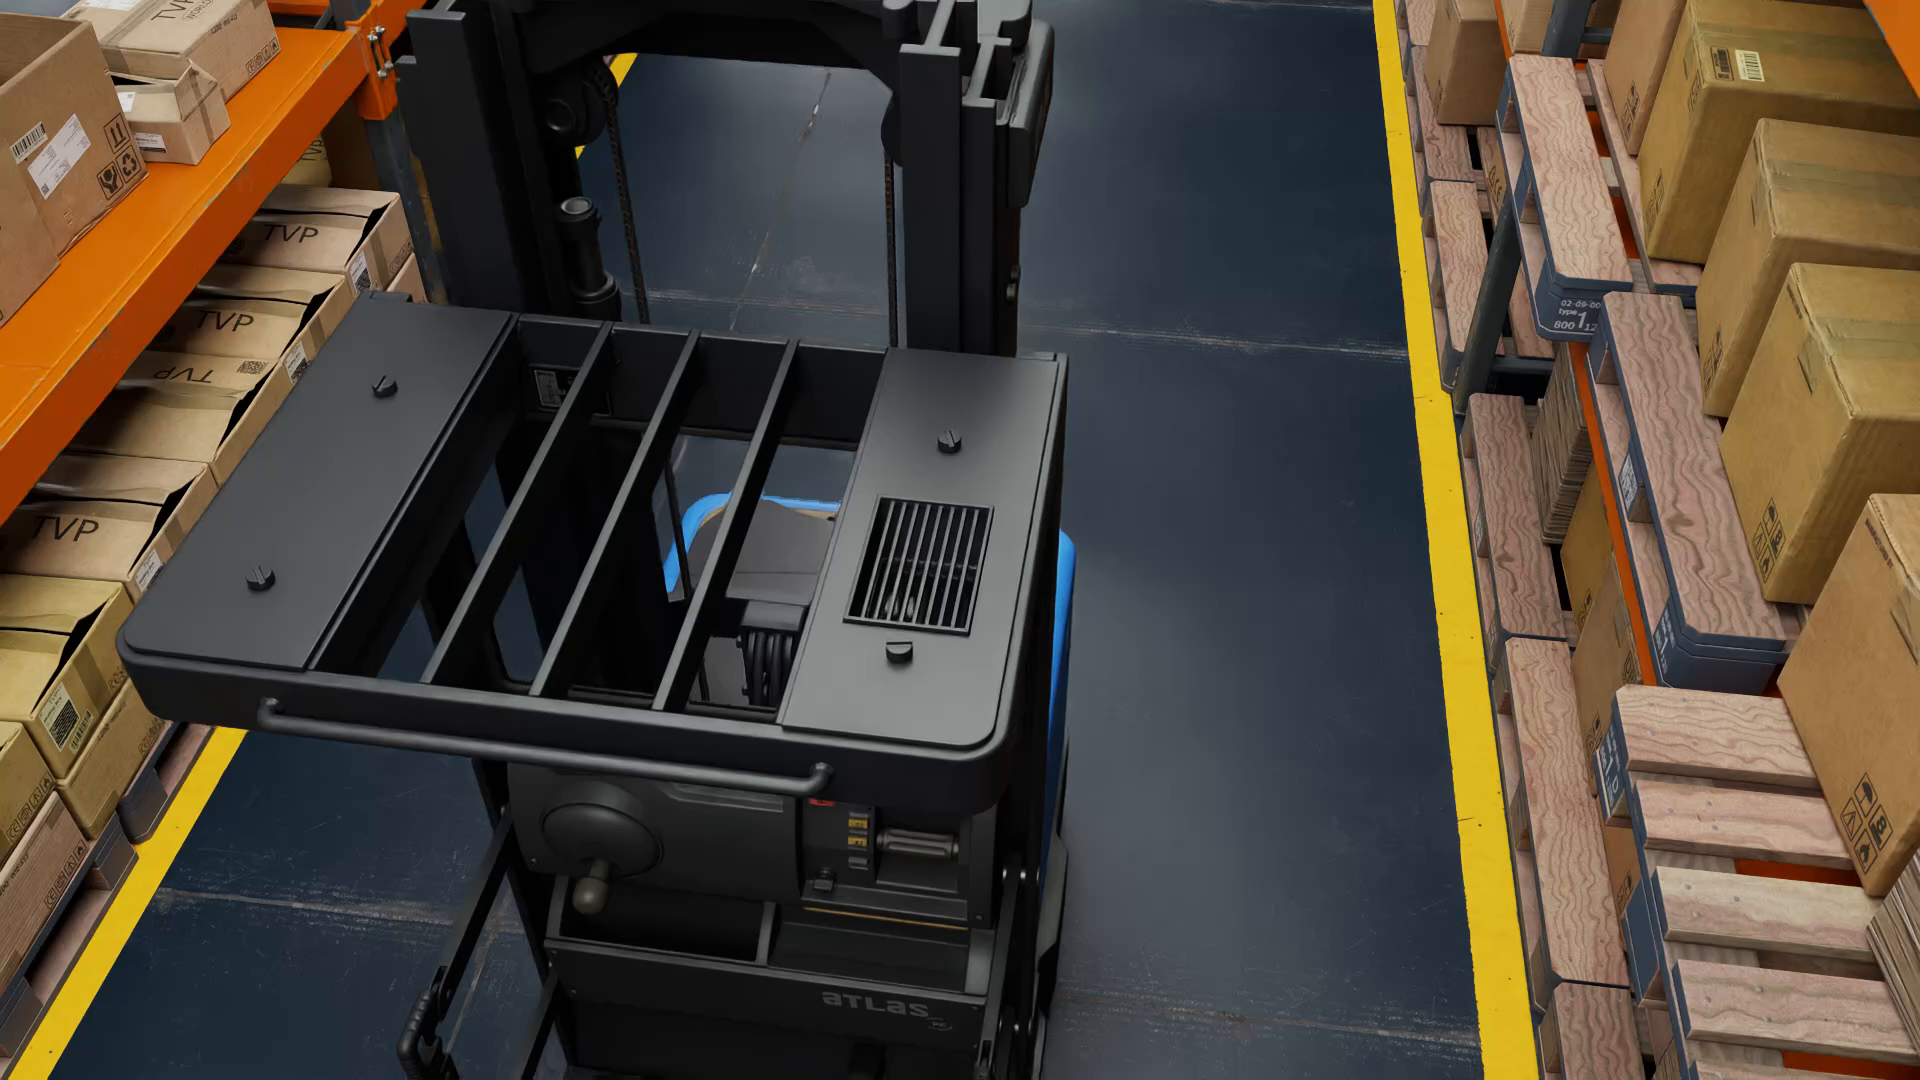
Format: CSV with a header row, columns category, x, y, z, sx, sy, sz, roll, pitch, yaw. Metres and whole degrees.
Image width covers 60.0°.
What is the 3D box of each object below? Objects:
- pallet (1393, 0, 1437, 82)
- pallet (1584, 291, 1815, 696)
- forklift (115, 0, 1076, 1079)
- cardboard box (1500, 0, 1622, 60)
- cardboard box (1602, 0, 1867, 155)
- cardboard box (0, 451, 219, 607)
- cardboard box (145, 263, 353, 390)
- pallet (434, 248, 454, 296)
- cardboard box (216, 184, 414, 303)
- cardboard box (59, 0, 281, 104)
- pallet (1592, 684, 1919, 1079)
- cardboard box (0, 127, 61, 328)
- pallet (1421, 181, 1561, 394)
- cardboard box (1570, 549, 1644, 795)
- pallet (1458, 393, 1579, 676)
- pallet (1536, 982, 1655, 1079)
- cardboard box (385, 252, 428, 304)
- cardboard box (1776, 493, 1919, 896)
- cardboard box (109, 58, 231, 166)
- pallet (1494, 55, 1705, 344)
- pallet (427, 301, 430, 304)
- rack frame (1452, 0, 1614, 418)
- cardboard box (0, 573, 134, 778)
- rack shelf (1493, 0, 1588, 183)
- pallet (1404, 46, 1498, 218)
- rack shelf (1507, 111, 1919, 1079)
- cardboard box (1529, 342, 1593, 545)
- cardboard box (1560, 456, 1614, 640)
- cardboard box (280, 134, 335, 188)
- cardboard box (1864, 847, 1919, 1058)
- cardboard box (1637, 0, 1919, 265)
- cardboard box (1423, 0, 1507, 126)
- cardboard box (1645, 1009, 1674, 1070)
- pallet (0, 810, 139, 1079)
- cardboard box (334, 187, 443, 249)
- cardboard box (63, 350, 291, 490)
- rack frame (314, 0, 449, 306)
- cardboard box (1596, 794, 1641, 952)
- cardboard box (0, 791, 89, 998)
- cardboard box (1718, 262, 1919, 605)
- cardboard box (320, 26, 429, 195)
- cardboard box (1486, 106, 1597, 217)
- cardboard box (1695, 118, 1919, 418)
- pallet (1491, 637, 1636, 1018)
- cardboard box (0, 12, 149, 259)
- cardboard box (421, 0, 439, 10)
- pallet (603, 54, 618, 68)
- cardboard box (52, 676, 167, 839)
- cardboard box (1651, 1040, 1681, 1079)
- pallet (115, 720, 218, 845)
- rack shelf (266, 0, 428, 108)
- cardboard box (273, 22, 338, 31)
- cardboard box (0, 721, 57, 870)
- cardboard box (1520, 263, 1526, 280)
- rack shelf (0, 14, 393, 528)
category,x,y,z,sx,sy,sz,roll,pitch,yaw
pallet,2.735,-2.661,8.406,1.003,0.211,1.213,5,44,6
pallet,2.051,-0.106,3.820,1.003,0.211,1.213,5,44,6
forklift,-0.421,0.627,2.956,1.130,2.935,3.031,6,44,6
cardboard box,2.121,-1.852,5.619,0.500,0.250,0.500,5,44,6
cardboard box,2.258,-1.402,4.656,0.700,0.500,0.500,5,44,6
cardboard box,-2.522,-0.015,4.871,0.500,0.311,0.500,5,44,5
cardboard box,-2.384,-0.697,5.591,0.500,0.311,0.500,6,44,7
pallet,-2.405,-1.523,7.204,1.003,0.211,1.213,5,44,6
cardboard box,-2.321,-1.053,5.967,0.500,0.311,0.500,5,44,6
cardboard box,-2.574,-1.603,5.370,0.500,0.250,0.500,8,44,8
pallet,1.819,0.751,2.915,1.213,0.211,1.003,5,44,6
cardboard box,-2.806,-0.811,4.352,0.500,0.500,0.500,5,44,6
pallet,2.412,-0.998,6.650,1.003,0.211,1.213,5,44,6
cardboard box,2.152,0.403,4.641,0.700,0.500,0.500,6,44,6
pallet,2.257,-0.006,5.603,1.003,0.211,1.213,5,44,6
pallet,1.935,1.657,3.847,1.003,0.211,1.213,5,44,6
cardboard box,-2.319,-0.842,6.152,0.500,0.250,0.500,5,44,5
cardboard box,1.929,0.276,2.884,0.700,0.500,0.500,1,43,2
cardboard box,-2.486,-1.332,5.073,0.396,0.266,0.258,4,44,4
pallet,2.114,-0.972,4.734,1.003,0.211,1.213,5,44,6
pallet,-2.611,-0.479,6.102,1.003,0.211,1.213,5,44,6
rack frame,2.359,-1.549,5.205,1.000,3.000,0.127,5,44,6
cardboard box,-2.590,0.335,4.501,0.500,0.311,0.500,4,44,4
rack shelf,2.623,-2.651,6.891,1.077,0.370,4.000,5,44,6
pallet,2.571,-1.831,7.531,1.003,0.211,1.213,5,44,6
rack shelf,2.094,0.075,4.012,1.077,0.370,4.000,5,44,6
cardboard box,2.278,-0.298,5.381,0.700,0.500,0.500,7,44,7
cardboard box,2.259,0.059,5.005,0.700,0.500,0.500,4,44,5
cardboard box,-2.707,-1.487,6.833,0.500,0.250,0.500,5,44,6
cardboard box,1.882,0.660,2.479,0.700,0.500,0.500,1,43,1
cardboard box,2.177,-1.021,4.254,0.700,0.500,0.500,9,44,10
cardboard box,2.485,-2.180,7.369,0.700,0.500,0.500,3,44,3
cardboard box,2.057,1.089,3.916,0.700,0.500,0.500,5,44,5
pallet,-2.933,1.184,4.346,1.003,0.211,1.213,5,44,6
cardboard box,-2.190,-1.440,6.783,0.500,0.250,0.500,5,44,6
cardboard box,-2.452,-0.358,5.233,0.500,0.311,0.500,5,44,5
rack frame,-2.552,-1.997,5.677,1.000,3.000,0.127,5,44,6
cardboard box,2.094,0.748,4.277,0.700,0.500,0.500,5,44,5
cardboard box,-2.655,0.902,4.310,0.500,0.250,0.500,4,44,4
cardboard box,2.025,-0.192,3.378,0.700,0.500,0.500,5,44,6
cardboard box,-2.180,-1.711,6.524,0.500,0.500,0.500,5,44,6
cardboard box,2.456,-1.512,6.664,0.500,0.500,0.500,2,43,2
cardboard box,2.121,-0.570,3.777,0.700,0.500,0.500,11,45,11
pallet,2.098,0.828,4.722,1.003,0.211,1.213,5,44,6
cardboard box,-2.739,-1.152,4.713,0.500,0.500,0.500,8,44,9
cardboard box,-2.122,-2.052,6.885,0.500,0.500,0.500,5,44,6
pallet,-2.246,-2.356,8.085,1.003,0.211,1.213,5,44,6
cardboard box,-2.592,0.547,4.685,0.500,0.250,0.500,4,44,4
cardboard box,1.873,1.429,3.557,0.700,0.500,0.500,6,44,6
pallet,-2.770,0.355,5.221,1.003,0.211,1.213,5,44,6
rack shelf,-2.288,-3.099,7.364,1.077,0.370,4.000,5,44,6
cardboard box,-2.630,-2.099,6.934,0.500,0.500,0.500,5,44,6
cardboard box,-2.659,0.682,4.134,0.500,0.311,0.500,4,44,4
cardboard box,2.400,-1.048,6.415,0.380,0.166,0.250,0,43,0
rack shelf,-2.816,-0.373,4.485,1.077,0.370,4.000,5,44,6
